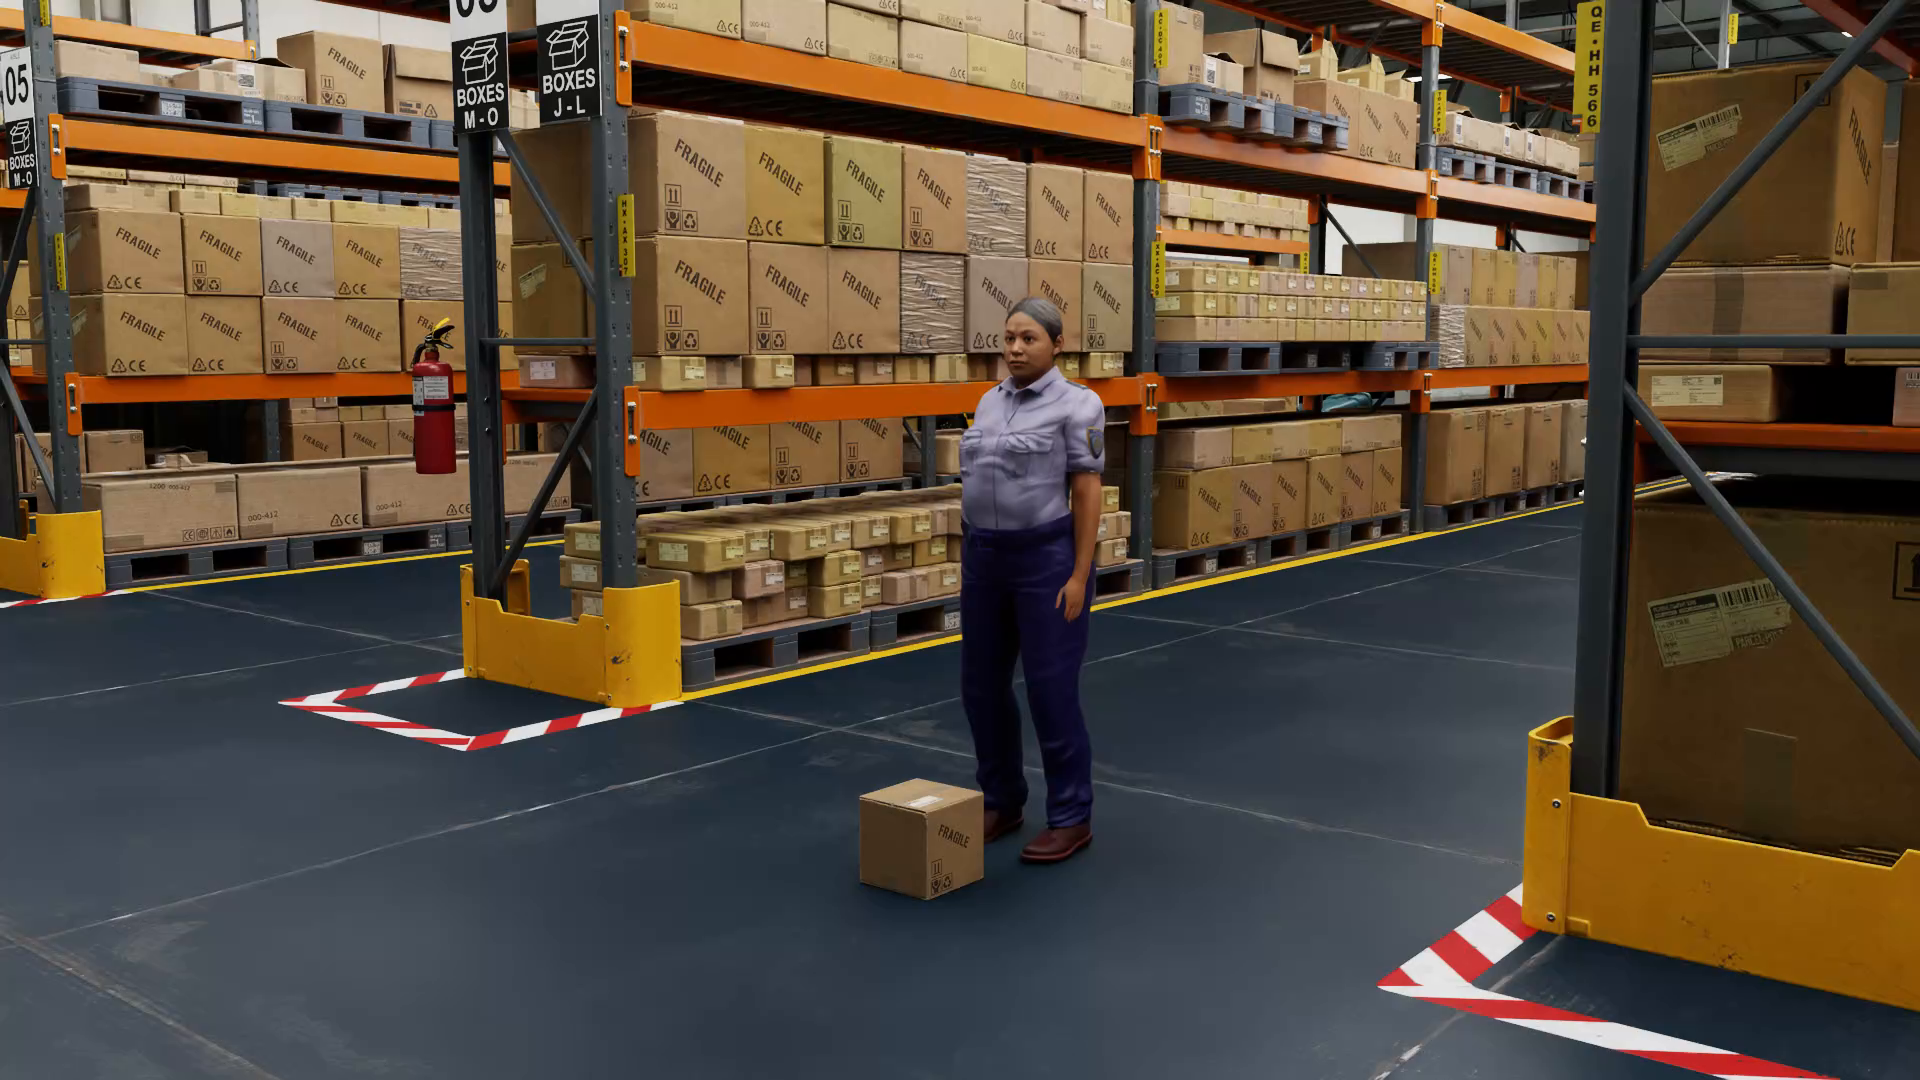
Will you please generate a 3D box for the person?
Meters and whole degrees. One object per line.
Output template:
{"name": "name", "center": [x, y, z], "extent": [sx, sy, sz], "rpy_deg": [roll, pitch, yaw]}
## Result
{"name": "person", "center": [0.203, 0.108, 4.931], "extent": [0.469, 1.647, 0.342], "rpy_deg": [6, 9, 40]}
